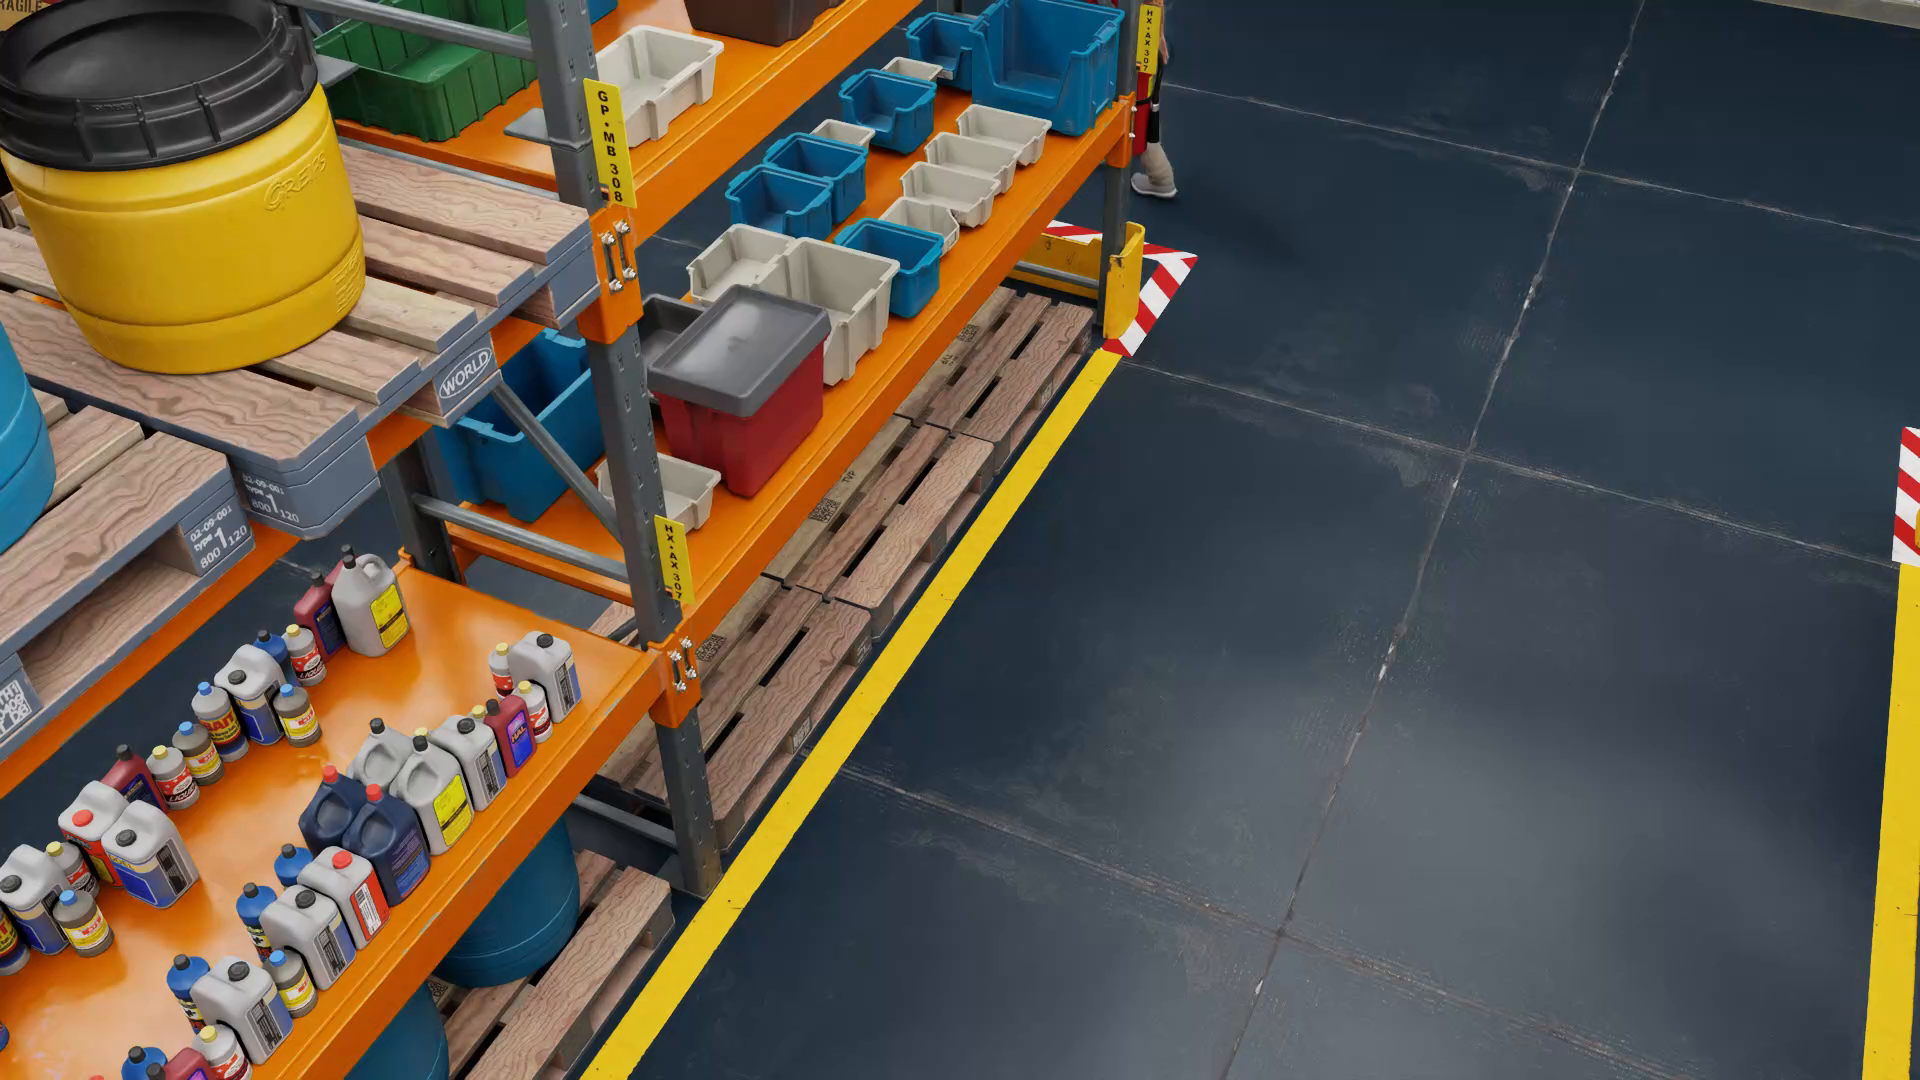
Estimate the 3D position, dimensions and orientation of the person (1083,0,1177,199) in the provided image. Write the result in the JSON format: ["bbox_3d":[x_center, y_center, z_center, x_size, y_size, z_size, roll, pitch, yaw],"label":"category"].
[{"bbox_3d":[0.777,-2.746,9.245,1.035,1.673,0.565,16,44,17],"label":"person"}]
